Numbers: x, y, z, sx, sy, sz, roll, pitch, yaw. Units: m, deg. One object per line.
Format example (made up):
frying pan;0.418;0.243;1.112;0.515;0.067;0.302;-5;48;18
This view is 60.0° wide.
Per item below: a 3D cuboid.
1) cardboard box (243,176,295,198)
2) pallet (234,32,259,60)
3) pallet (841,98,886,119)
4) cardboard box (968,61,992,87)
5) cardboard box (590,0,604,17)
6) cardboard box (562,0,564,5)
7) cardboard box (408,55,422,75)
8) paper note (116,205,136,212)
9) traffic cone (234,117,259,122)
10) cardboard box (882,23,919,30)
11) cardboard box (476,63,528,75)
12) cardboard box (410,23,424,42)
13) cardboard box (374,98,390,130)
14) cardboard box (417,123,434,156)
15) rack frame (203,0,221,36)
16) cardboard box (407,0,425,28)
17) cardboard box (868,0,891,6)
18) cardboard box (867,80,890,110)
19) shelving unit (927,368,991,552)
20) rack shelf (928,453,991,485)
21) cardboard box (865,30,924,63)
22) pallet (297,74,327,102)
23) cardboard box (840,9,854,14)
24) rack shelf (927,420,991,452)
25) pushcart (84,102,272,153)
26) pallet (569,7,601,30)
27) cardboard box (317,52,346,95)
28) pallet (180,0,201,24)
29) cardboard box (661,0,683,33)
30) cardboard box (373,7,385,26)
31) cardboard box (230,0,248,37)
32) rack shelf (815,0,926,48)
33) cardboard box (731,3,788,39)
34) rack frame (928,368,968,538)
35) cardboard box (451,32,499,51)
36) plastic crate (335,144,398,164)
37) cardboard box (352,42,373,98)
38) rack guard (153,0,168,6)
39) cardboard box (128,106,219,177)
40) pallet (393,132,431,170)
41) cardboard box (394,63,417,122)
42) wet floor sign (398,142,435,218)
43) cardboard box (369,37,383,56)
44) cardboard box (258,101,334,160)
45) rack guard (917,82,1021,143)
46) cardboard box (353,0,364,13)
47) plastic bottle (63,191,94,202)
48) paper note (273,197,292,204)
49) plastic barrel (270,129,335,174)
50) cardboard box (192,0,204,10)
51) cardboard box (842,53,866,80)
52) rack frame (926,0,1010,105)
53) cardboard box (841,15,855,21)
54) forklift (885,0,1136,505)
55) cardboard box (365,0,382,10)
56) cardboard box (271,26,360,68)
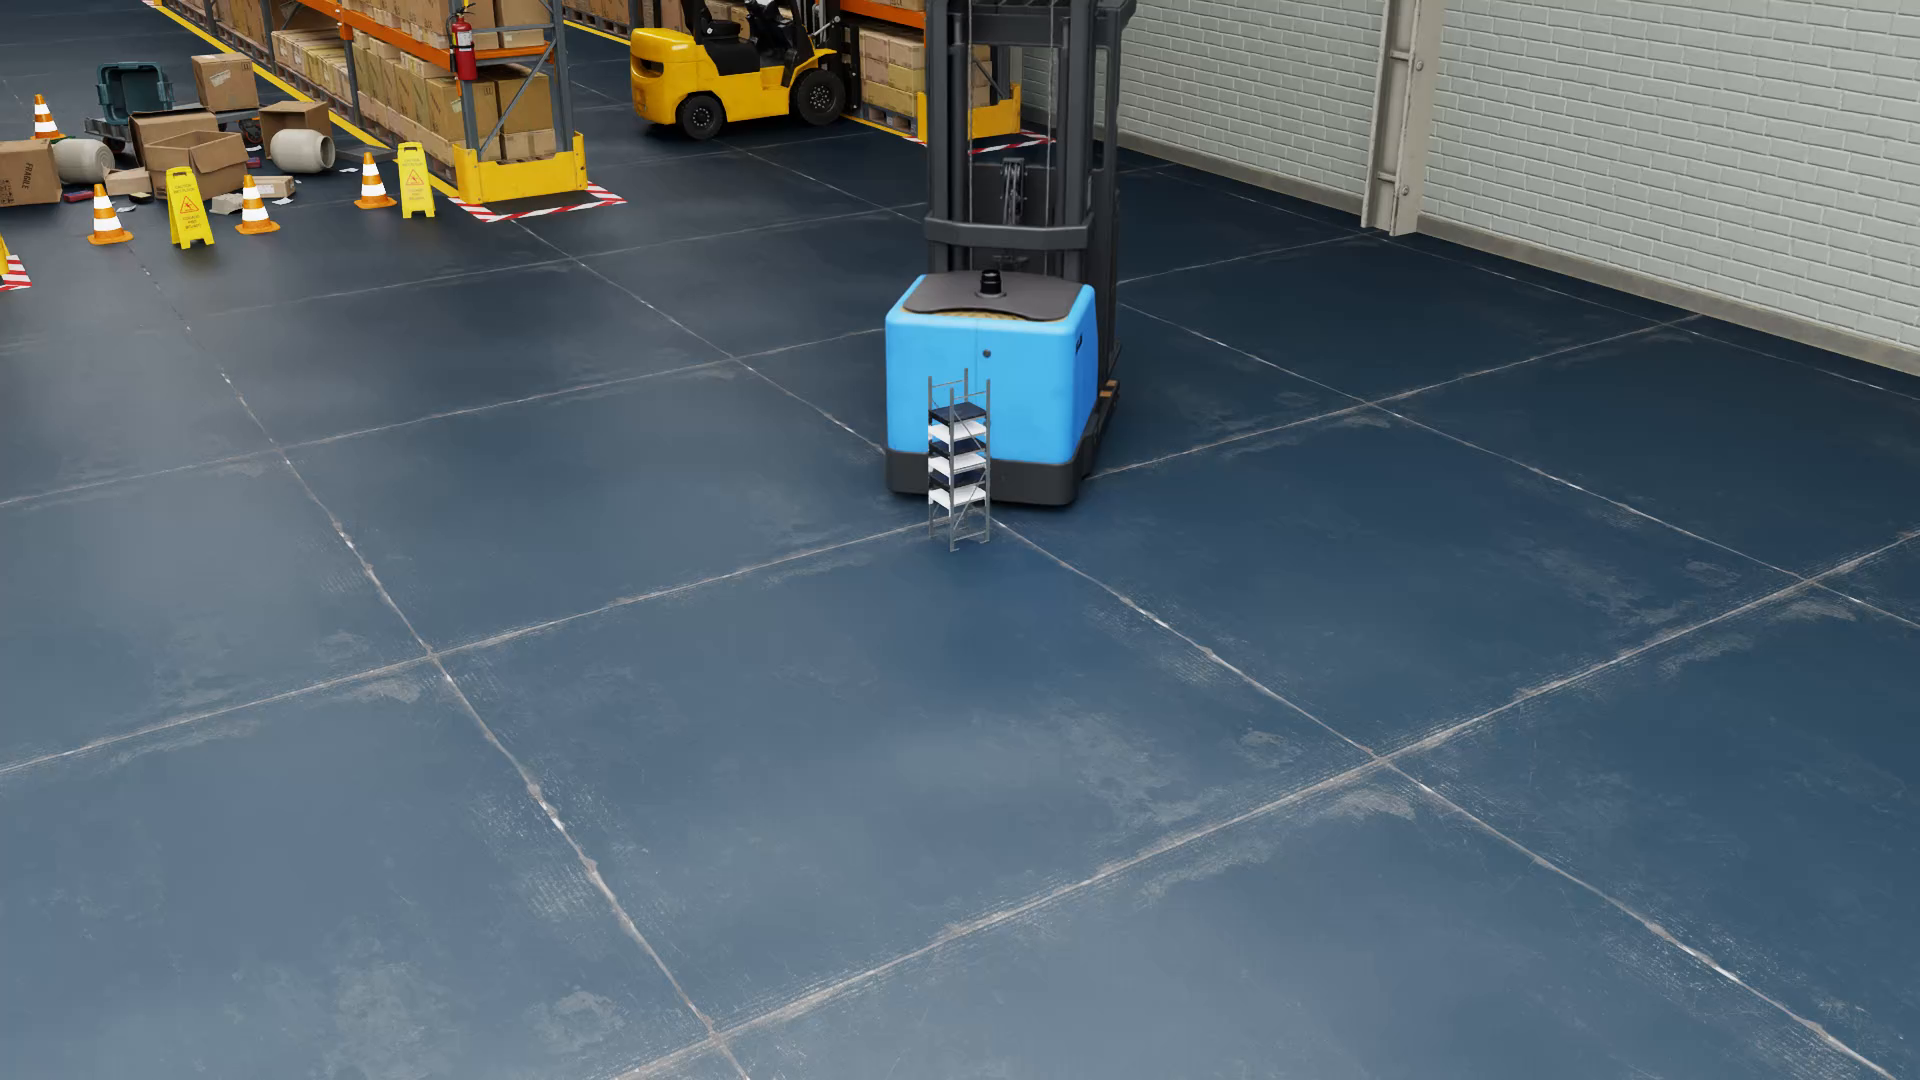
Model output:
cardboard box;-6.472;-3.309;15.586;0.380;0.149;0.250;-1;25;-3
pallet;-9.461;-6.937;23.196;1.003;0.211;1.213;-16;29;-30
pallet;-1.022;-5.197;19.512;1.003;0.211;1.213;-16;29;-30
cardboard box;0.009;-5.148;18.284;0.500;0.250;0.500;-15;29;-29
cardboard box;-5.238;-8.149;24.934;0.500;0.500;0.500;-14;29;-27
cardboard box;-6.084;-8.697;26.095;0.500;0.500;0.500;-16;30;-30
cardboard box;-5.112;-4.612;16.096;0.380;0.149;0.250;-15;29;-29
paper note;-7.568;-3.009;15.090;0.144;0.017;0.142;-6;26;-12
traffic cone;-8.098;-5.001;18.802;0.336;0.463;0.334;-16;29;-30
cardboard box;-0.552;-5.733;18.937;0.500;0.250;0.500;-16;30;-30
cardboard box;-4.576;-4.434;16.478;0.500;0.500;0.500;-17;30;-31
cardboard box;-4.967;-4.817;15.735;0.380;0.149;0.250;-15;29;-29
cardboard box;-5.852;-4.516;17.531;0.500;0.250;0.500;-14;29;-27
cardboard box;-5.008;-3.961;16.355;0.500;0.250;0.500;-15;29;-29
rack frame;-10.616;-8.893;24.074;1.000;3.000;0.127;-16;29;-30
cardboard box;-4.861;-5.090;15.554;0.500;0.500;0.500;-15;29;-29
cardboard box;-0.672;-6.106;18.055;0.500;0.500;0.500;-15;29;-28
cardboard box;-0.693;-4.980;18.514;0.500;0.250;0.500;-16;29;-30
shelving unit;-0.004;-0.410;8.564;0.258;0.900;0.210;-16;29;-30
rack shelf;-0.004;-0.380;8.578;0.258;0.077;0.200;-16;29;-30
cardboard box;-0.704;-5.431;18.298;0.500;0.250;0.500;-15;29;-29
pallet;-7.345;-5.485;20.122;1.003;0.211;1.213;-16;29;-30
cardboard box;-1.372;-6.279;20.096;0.500;0.250;0.500;-16;30;-30
rack shelf;-0.004;-0.542;8.501;0.258;0.077;0.200;-16;29;-30
pushcart;-8.131;-4.296;17.409;0.936;0.377;1.648;18;31;33
pallet;-5.313;-8.071;25.599;1.003;0.211;1.213;-16;29;-30
cardboard box;-6.932;-5.476;19.423;0.950;0.372;0.625;-14;28;-26
pallet;-11.635;-8.359;26.209;1.003;0.211;1.213;-16;29;-30
cardboard box;-3.583;-7.278;22.943;0.875;0.625;0.625;-14;29;-28
cardboard box;-5.655;-5.271;16.695;0.380;0.149;0.250;-15;29;-29
cardboard box;-9.710;-7.597;23.327;0.875;0.875;0.875;-15;29;-28
rack shelf;-1.000;-6.149;19.104;1.077;0.370;4.000;-16;29;-30
cardboard box;-2.386;-6.489;21.273;0.875;0.625;0.625;-14;29;-27
rack frame;-0.060;-0.446;8.641;0.240;0.900;0.006;-16;29;-30
cardboard box;-4.448;-4.571;15.213;0.380;0.149;0.250;-14;29;-28
plastic crate;-6.078;-3.958;17.041;0.583;0.080;0.402;18;31;33
cardboard box;-6.152;-5.043;17.769;0.500;0.500;0.500;-14;29;-27
rack guard;-12.812;-9.202;27.656;1.175;0.500;0.348;-16;29;-30
cardboard box;-7.662;-3.904;16.271;0.797;0.637;0.503;-16;29;-30
pallet;-5.182;-4.102;17.191;1.003;0.211;1.213;-16;29;-30
cardboard box;-5.278;-4.480;16.577;0.500;0.500;0.500;-16;30;-31
wet floor sign;-4.858;-3.219;14.812;0.267;0.644;0.232;-6;26;-12
cardboard box;-5.852;-5.094;17.118;0.380;0.149;0.250;-14;29;-28
cardboard box;-6.803;-4.202;17.062;0.500;0.500;0.500;3;25;6
rack guard;0.105;-4.620;17.950;1.175;0.500;0.348;-16;29;-30
cardboard box;-6.164;-5.652;17.503;0.380;0.149;0.250;-15;29;-28
plastic bottle;-8.165;-3.200;15.458;0.133;0.061;0.283;18;31;33
paper note;-6.249;-3.132;15.349;0.142;0.019;0.148;18;31;33
plastic barrel;-6.461;-3.822;16.349;0.512;0.421;0.421;3;25;6
cardboard box;-11.358;-8.494;25.738;0.875;0.438;0.875;-17;30;-31
cardboard box;-1.000;-5.394;18.806;0.500;0.250;0.500;-16;30;-31
rack frame;0.092;-5.759;17.435;1.000;3.000;0.127;-16;29;-30
cardboard box;-1.538;-5.981;19.464;0.500;0.250;0.500;-14;29;-28
forklift;0.403;-2.117;9.801;1.130;2.935;3.031;5;26;11
cardboard box;-5.685;-5.632;16.701;0.500;0.500;0.500;-16;30;-30
cardboard box;-8.132;-6.259;21.081;0.950;0.372;0.625;-18;31;-33
